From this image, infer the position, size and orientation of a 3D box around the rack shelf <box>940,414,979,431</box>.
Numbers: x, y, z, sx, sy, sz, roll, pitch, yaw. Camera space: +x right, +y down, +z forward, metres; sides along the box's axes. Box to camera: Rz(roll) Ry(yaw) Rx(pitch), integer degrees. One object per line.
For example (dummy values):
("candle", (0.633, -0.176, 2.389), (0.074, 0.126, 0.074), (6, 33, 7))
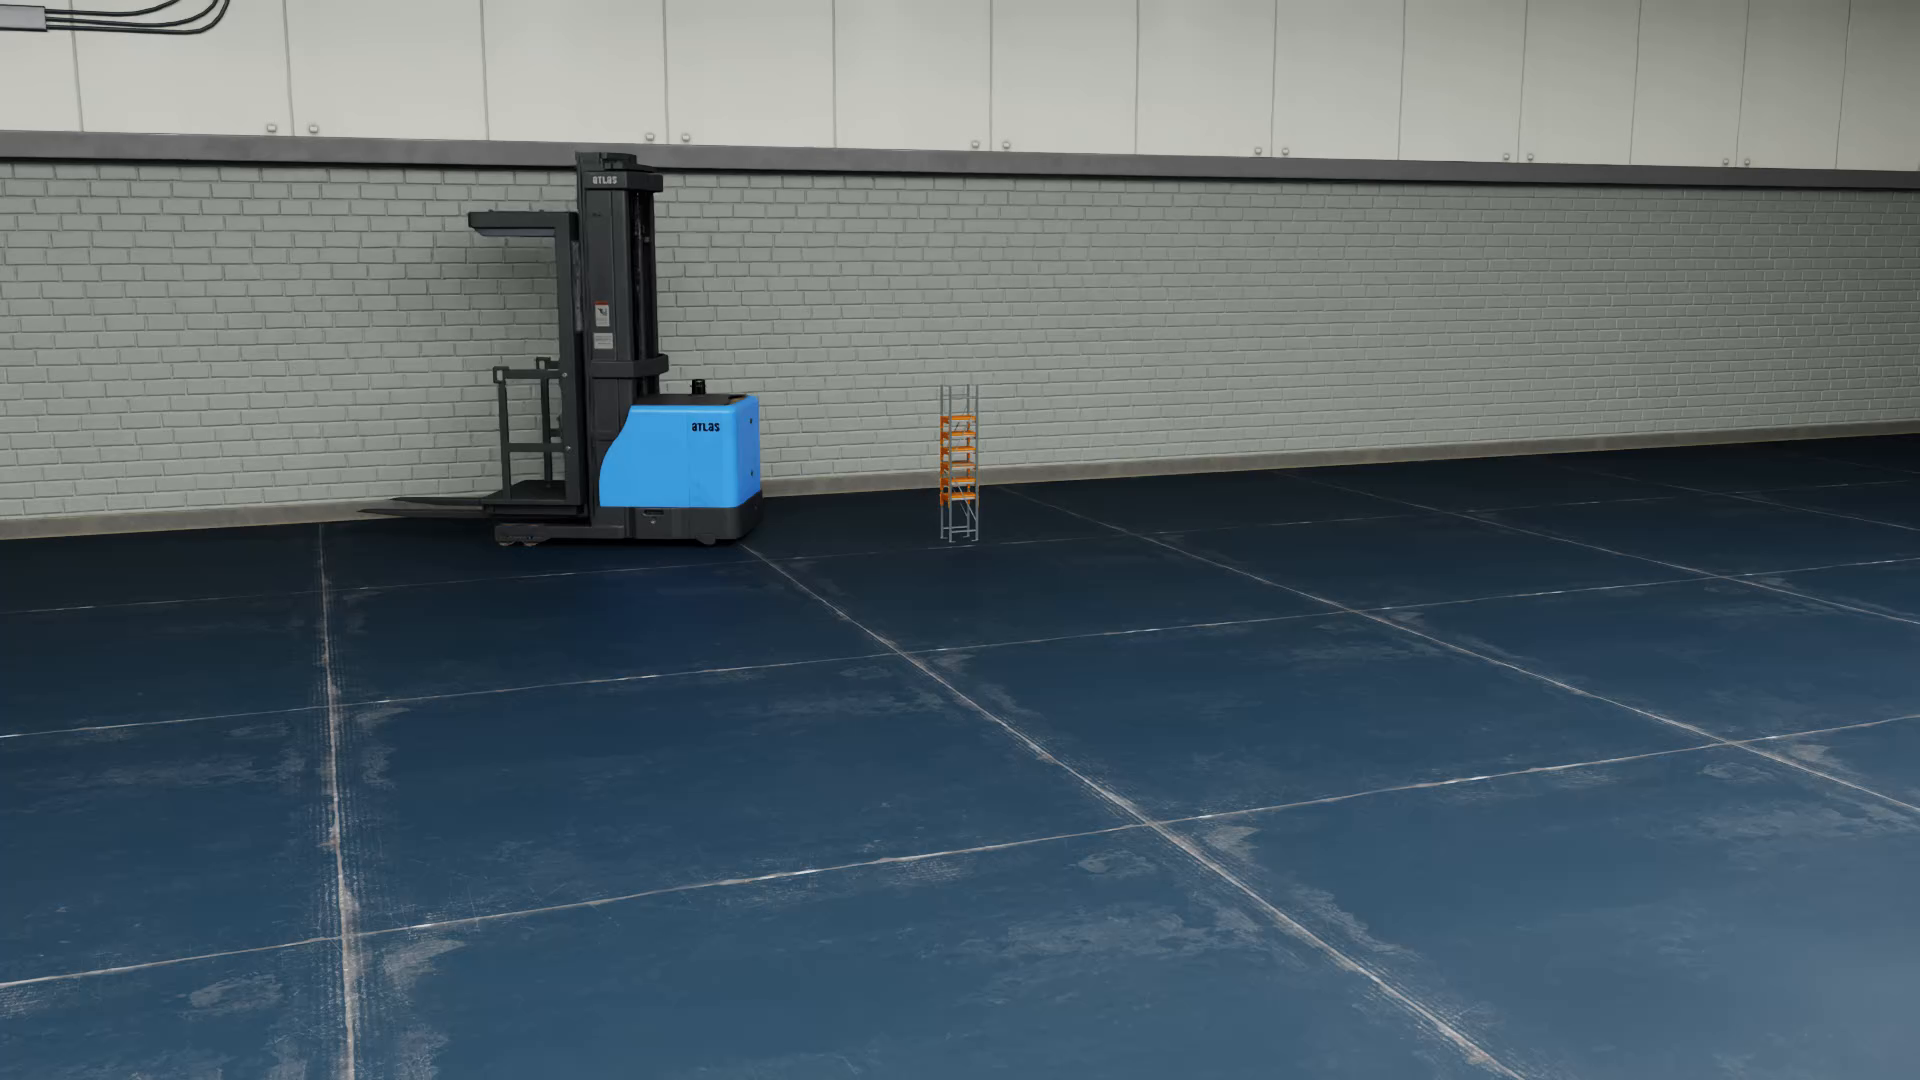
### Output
("rack shelf", (-0.005, -0.904, 12.773), (0.258, 0.103, 0.180), (-4, 11, -21))

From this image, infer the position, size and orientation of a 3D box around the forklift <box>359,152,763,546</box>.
("forklift", (-3.137, -1.487, 12.908), (3.031, 2.935, 1.130), (1, 10, 4))

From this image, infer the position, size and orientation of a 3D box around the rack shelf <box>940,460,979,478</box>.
("rack shelf", (-0.005, -0.549, 12.836), (0.258, 0.103, 0.180), (-4, 11, -21))

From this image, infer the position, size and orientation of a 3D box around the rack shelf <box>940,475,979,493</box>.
("rack shelf", (-0.005, -0.431, 12.857), (0.258, 0.103, 0.180), (-4, 11, -21))

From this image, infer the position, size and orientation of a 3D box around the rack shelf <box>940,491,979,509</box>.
("rack shelf", (-0.005, -0.313, 12.878), (0.258, 0.103, 0.180), (-4, 11, -21))

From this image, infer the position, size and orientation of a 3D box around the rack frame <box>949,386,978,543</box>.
("rack frame", (0.028, -0.578, 12.744), (0.240, 1.200, 0.006), (-4, 11, -21))

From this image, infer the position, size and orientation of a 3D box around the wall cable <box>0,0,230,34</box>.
("wall cable", (-6.678, -6.151, 12.091), (2.305, 6.003, 0.169), (-4, 11, -21))

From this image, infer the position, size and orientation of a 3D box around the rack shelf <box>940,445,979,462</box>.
("rack shelf", (-0.005, -0.667, 12.815), (0.258, 0.103, 0.180), (-4, 11, -21))

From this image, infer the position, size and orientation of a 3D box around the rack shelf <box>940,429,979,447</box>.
("rack shelf", (-0.005, -0.786, 12.794), (0.258, 0.103, 0.180), (-4, 11, -21))

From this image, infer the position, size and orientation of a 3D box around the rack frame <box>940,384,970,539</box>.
("rack frame", (-0.038, -0.608, 12.912), (0.240, 1.200, 0.006), (-4, 11, -21))

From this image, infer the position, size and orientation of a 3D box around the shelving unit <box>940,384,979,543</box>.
("shelving unit", (-0.005, -0.593, 12.828), (0.258, 1.200, 0.189), (-4, 11, -21))
